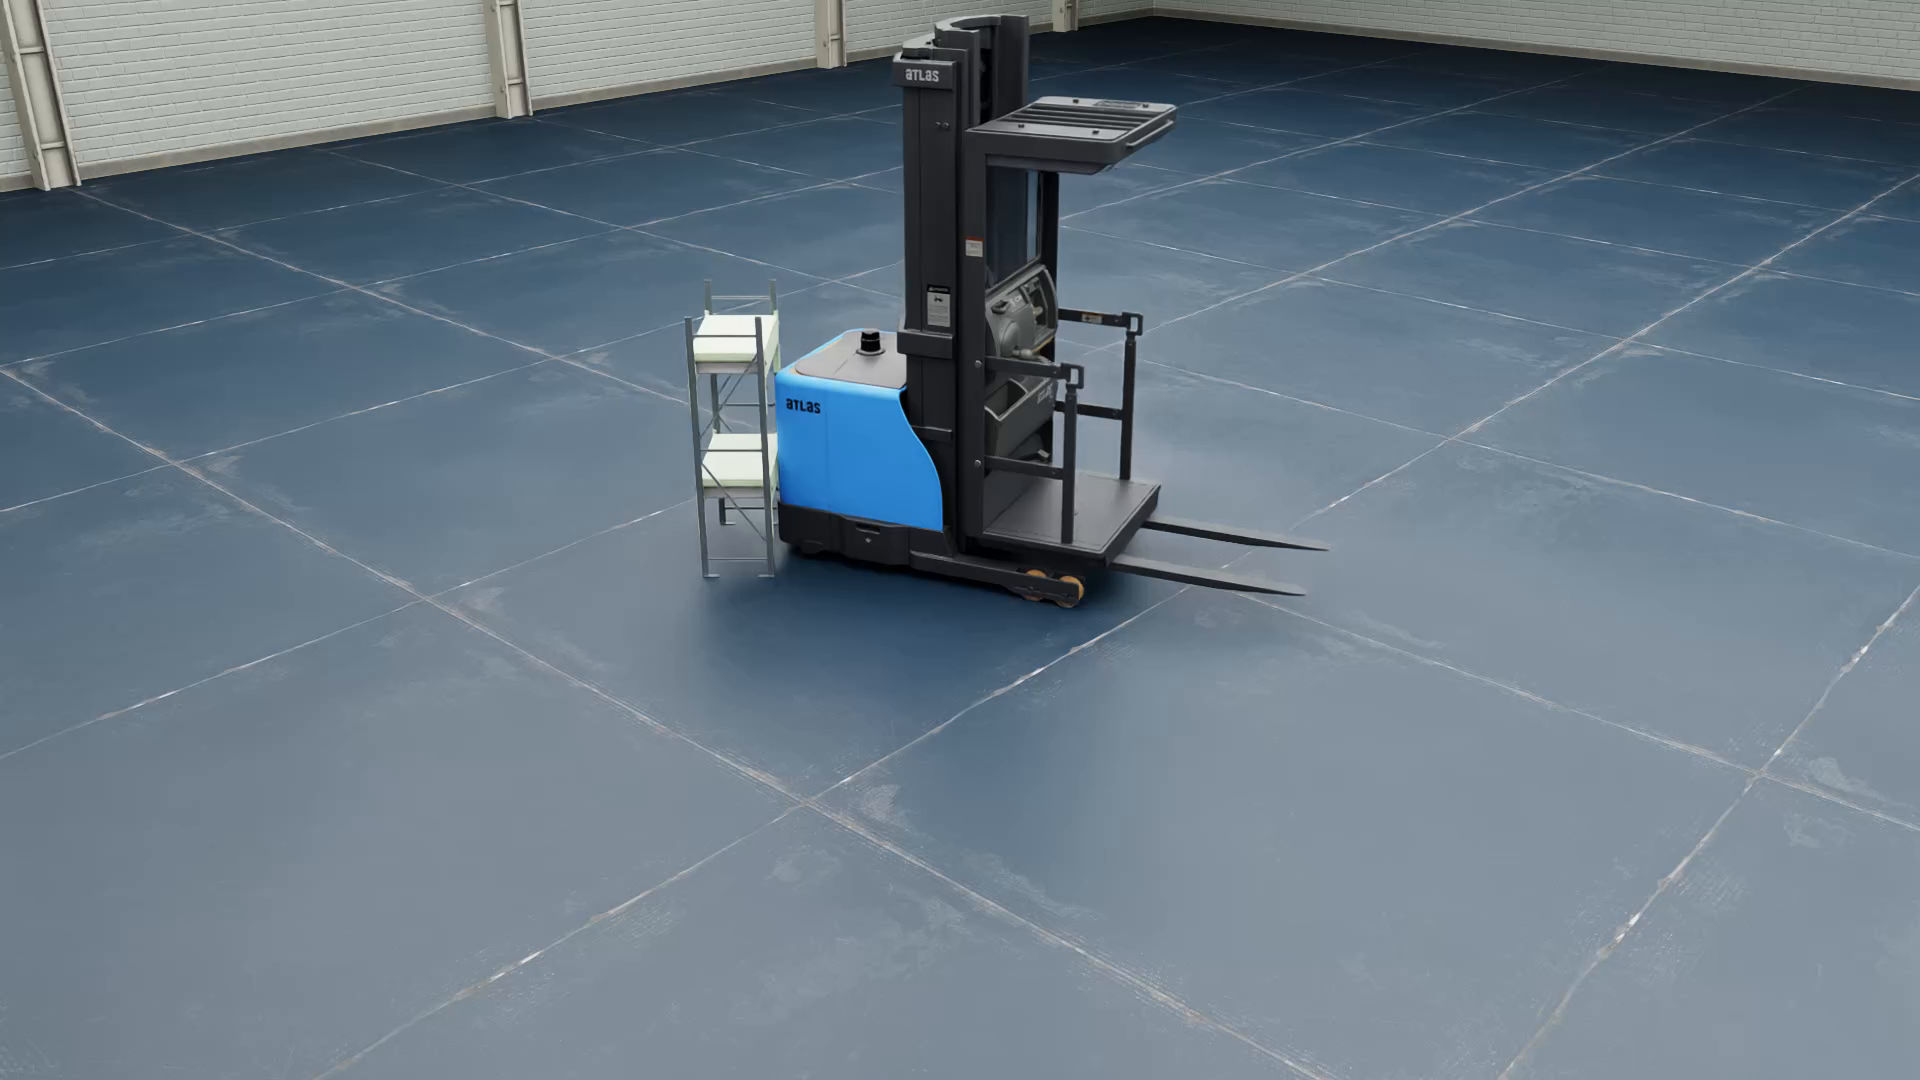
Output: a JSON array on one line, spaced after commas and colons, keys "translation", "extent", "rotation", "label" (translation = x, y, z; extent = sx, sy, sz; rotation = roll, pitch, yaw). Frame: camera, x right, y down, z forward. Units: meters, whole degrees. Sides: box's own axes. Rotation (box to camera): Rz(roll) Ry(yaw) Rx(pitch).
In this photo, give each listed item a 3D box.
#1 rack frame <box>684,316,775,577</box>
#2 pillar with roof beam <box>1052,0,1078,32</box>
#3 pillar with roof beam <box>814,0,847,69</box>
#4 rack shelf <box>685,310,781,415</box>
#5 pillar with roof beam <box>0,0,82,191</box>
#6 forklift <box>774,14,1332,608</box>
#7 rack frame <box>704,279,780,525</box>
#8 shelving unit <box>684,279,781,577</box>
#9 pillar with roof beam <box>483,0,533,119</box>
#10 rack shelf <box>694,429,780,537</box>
[{"translation": [-1.237, -0.480, 8.987], "extent": [0.400, 1.500, 0.023], "rotation": [0, 24, 0], "label": "rack frame"}, {"translation": [5.145, -12.370, 26.340], "extent": [9.100, 9.000, 0.400], "rotation": [20, 31, 38], "label": "pillar with roof beam"}, {"translation": [1.140, -10.542, 22.263], "extent": [9.100, 9.000, 0.400], "rotation": [20, 31, 38], "label": "pillar with roof beam"}, {"translation": [-1.237, -0.986, 9.161], "extent": [0.431, 0.370, 0.720], "rotation": [0, 24, 0], "label": "rack shelf"}, {"translation": [-6.869, -6.886, 14.109], "extent": [9.100, 9.000, 0.400], "rotation": [20, 31, 38], "label": "pillar with roof beam"}, {"translation": [0.520, -1.221, 8.890], "extent": [3.031, 2.935, 1.130], "rotation": [10, 26, 21], "label": "forklift"}, {"translation": [-1.238, -0.779, 9.655], "extent": [0.400, 1.500, 0.023], "rotation": [0, 24, 0], "label": "rack frame"}, {"translation": [-1.237, -0.630, 9.321], "extent": [0.431, 1.500, 0.755], "rotation": [0, 24, 0], "label": "shelving unit"}, {"translation": [-2.864, -8.714, 18.186], "extent": [9.100, 9.000, 0.400], "rotation": [20, 31, 38], "label": "pillar with roof beam"}, {"translation": [-1.237, -0.332, 9.454], "extent": [0.431, 0.370, 0.720], "rotation": [0, 24, 0], "label": "rack shelf"}]
